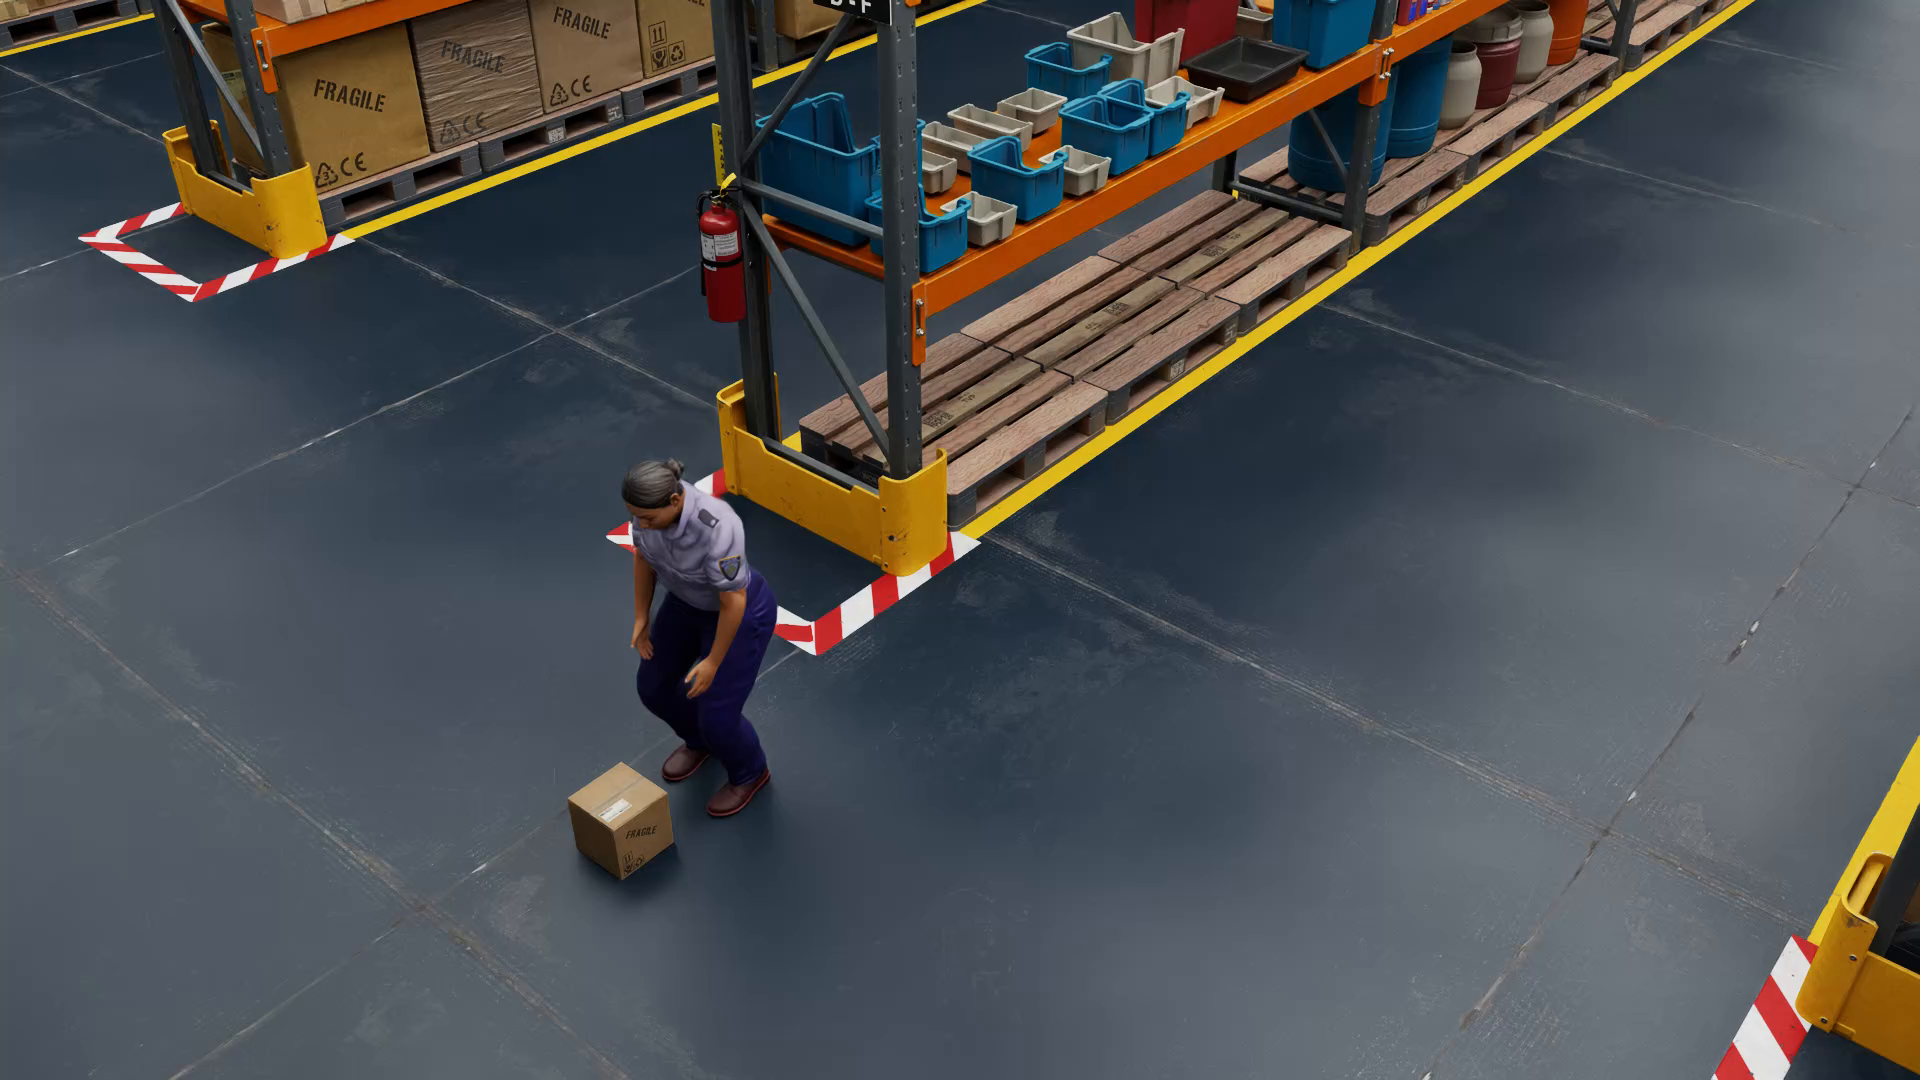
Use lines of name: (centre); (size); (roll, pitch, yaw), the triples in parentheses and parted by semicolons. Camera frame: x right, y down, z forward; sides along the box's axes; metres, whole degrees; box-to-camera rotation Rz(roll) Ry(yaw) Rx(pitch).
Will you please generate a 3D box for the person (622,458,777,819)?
person: (-0.895, 0.305, 5.868); (0.522, 1.499, 0.529); (26, 43, 32)
